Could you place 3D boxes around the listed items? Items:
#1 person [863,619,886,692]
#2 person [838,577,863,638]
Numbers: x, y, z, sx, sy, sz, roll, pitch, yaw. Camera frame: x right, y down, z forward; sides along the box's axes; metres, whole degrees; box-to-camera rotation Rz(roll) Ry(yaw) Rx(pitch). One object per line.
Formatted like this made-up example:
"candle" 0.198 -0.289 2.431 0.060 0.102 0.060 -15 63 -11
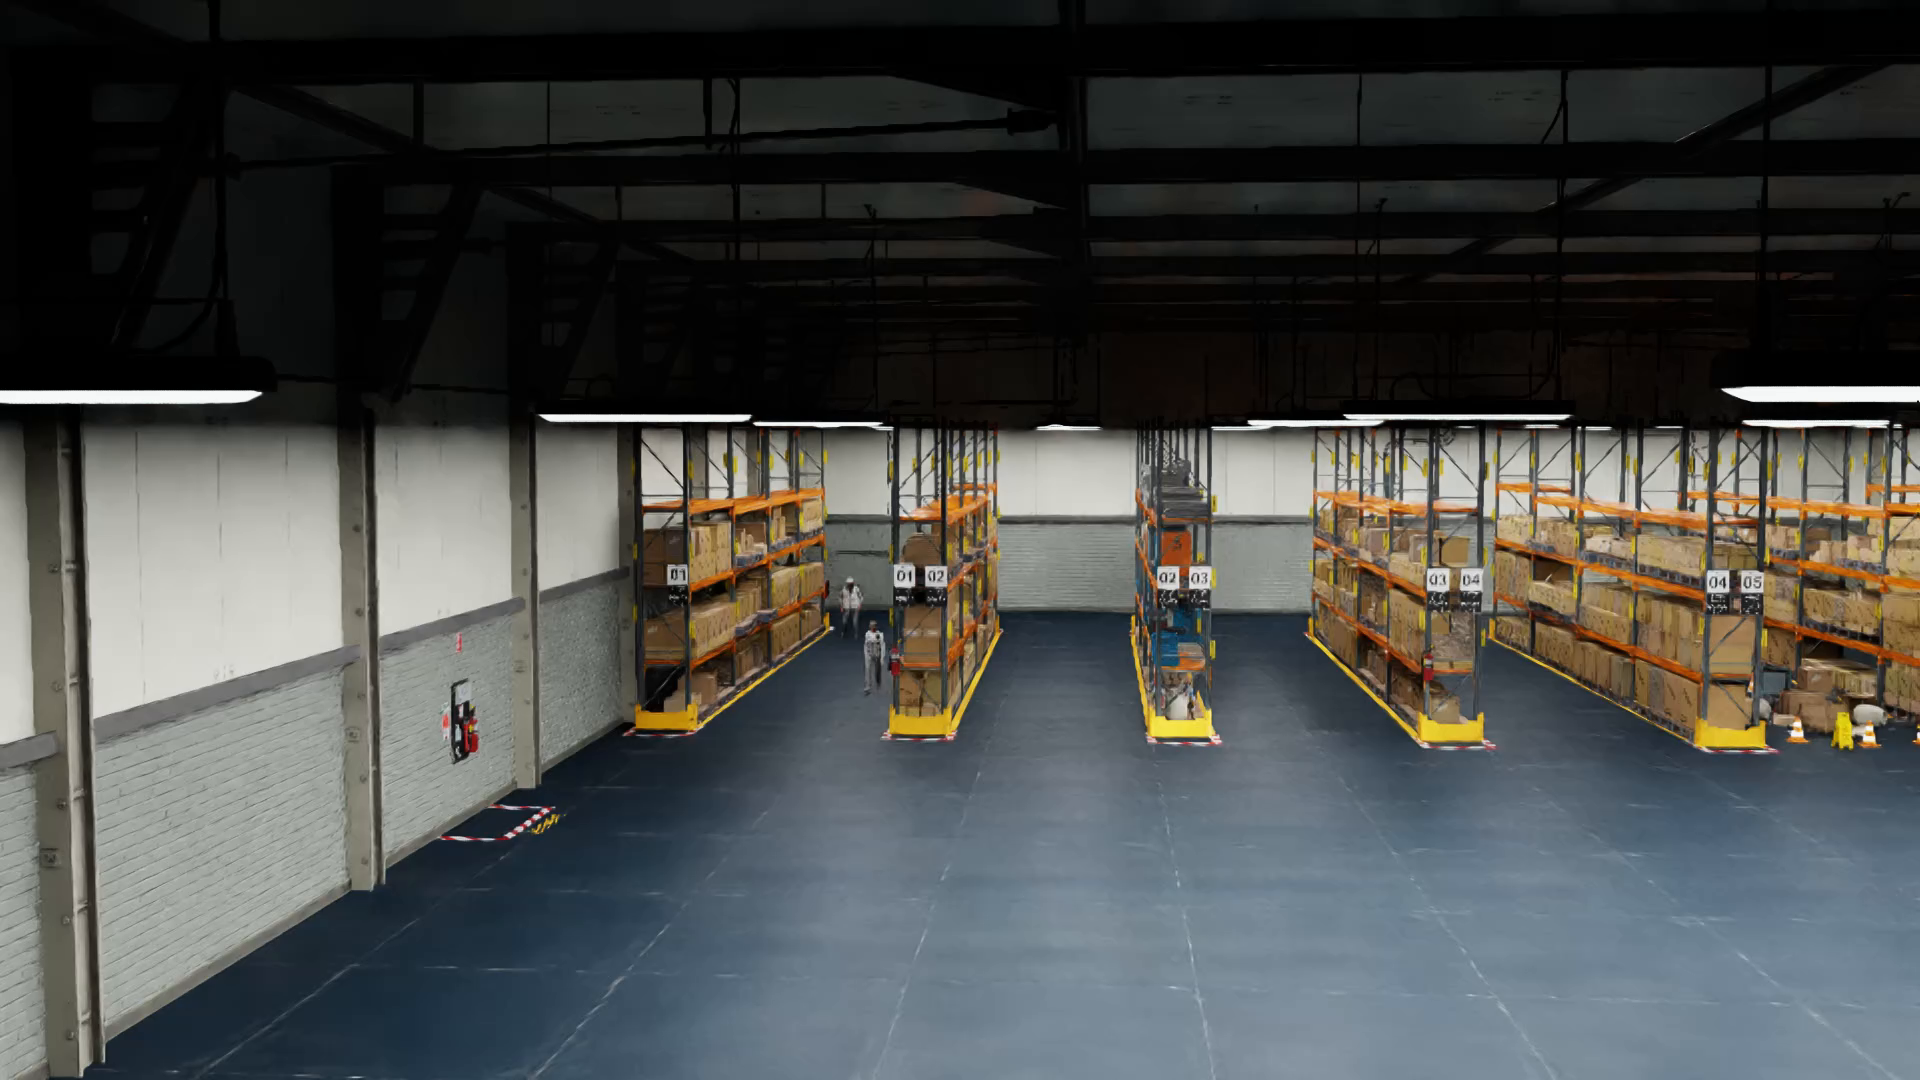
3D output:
"person" -1.880 2.521 36.562 0.488 1.590 1.089 0 4 3
"person" -3.027 1.867 45.987 0.677 1.726 0.574 0 4 2
